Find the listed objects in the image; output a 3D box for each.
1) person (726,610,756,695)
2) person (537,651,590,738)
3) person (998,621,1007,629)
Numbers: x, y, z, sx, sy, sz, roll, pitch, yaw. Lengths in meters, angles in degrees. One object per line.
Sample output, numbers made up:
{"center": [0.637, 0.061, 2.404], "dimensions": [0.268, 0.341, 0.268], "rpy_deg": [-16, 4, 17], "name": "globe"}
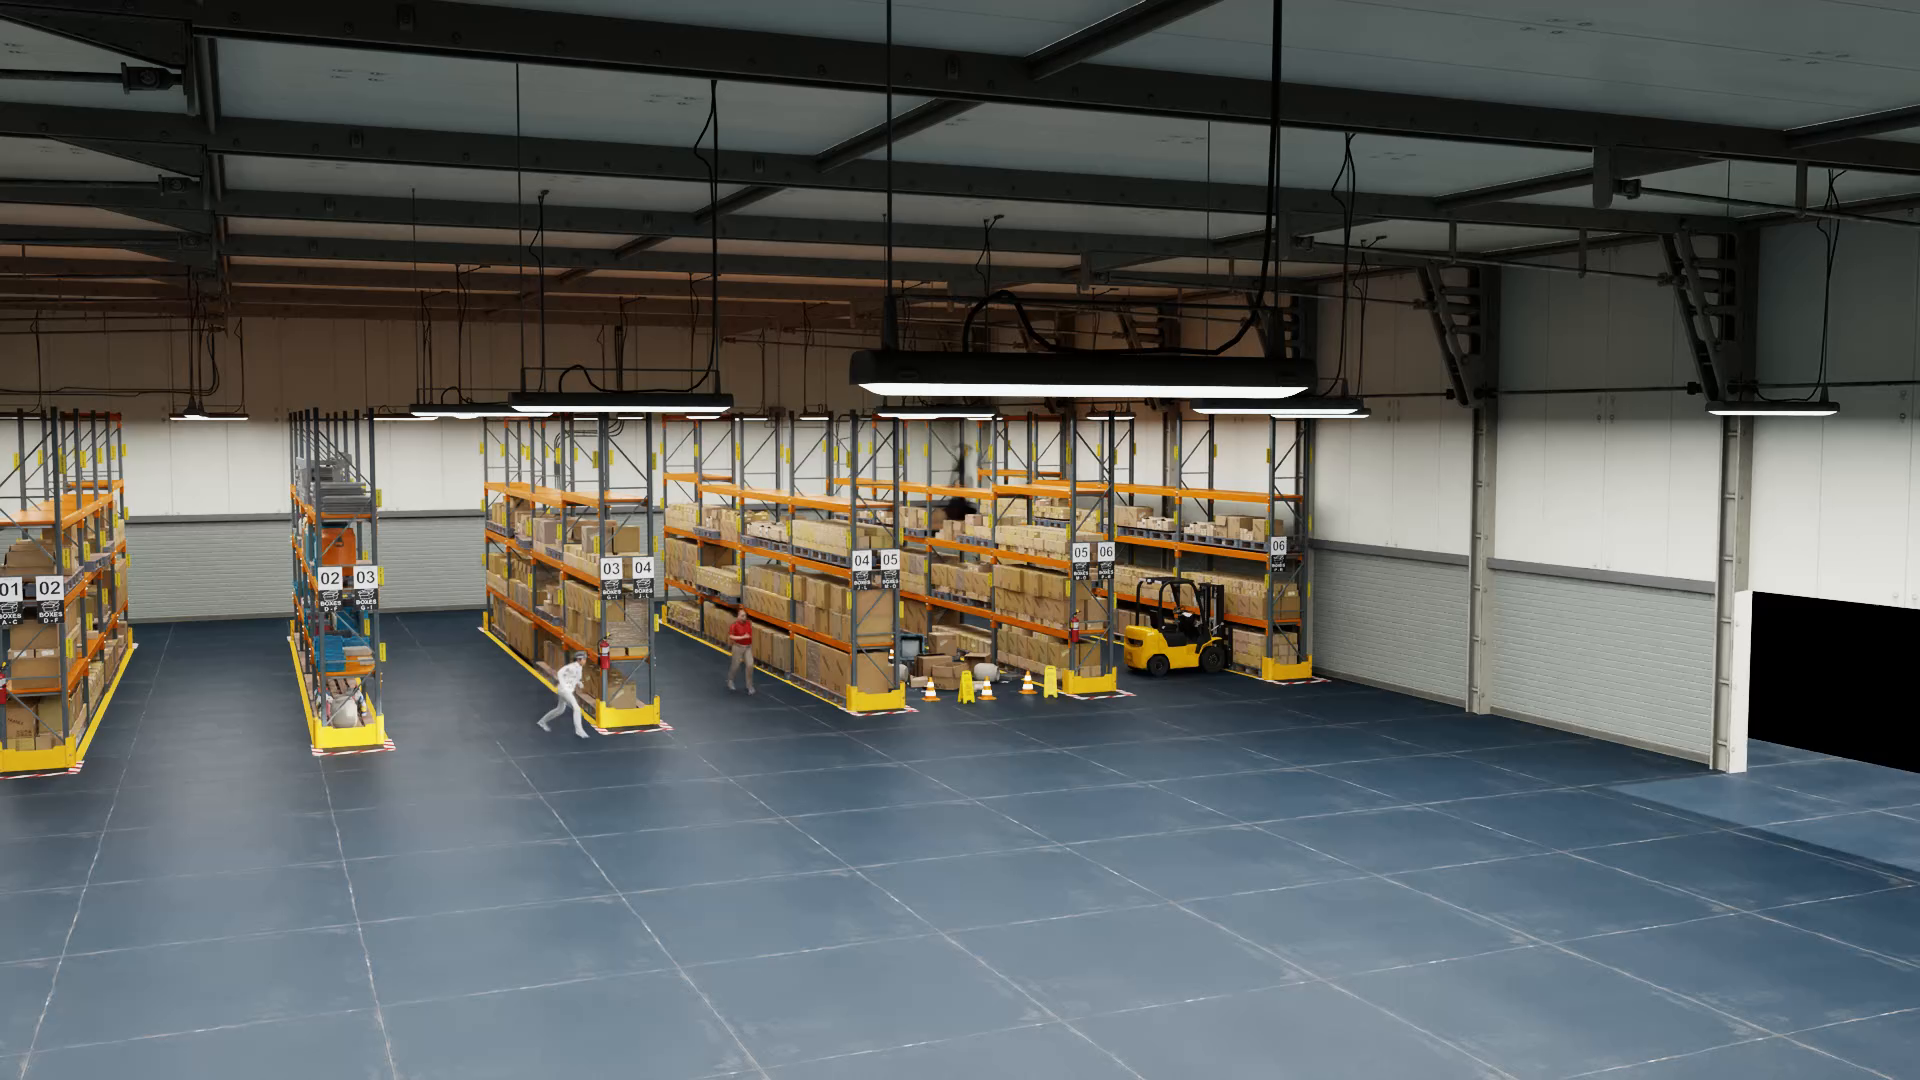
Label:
{"center": [-4.667, 2.368, 35.397], "dimensions": [0.641, 1.768, 0.915], "rpy_deg": [-3, 5, -37], "name": "person"}
{"center": [-7.252, 2.828, 30.299], "dimensions": [0.980, 1.628, 0.618], "rpy_deg": [1, 4, 9], "name": "person"}
{"center": [1.151, 1.856, 43.395], "dimensions": [0.586, 1.693, 0.834], "rpy_deg": [-2, 4, -23], "name": "person"}
